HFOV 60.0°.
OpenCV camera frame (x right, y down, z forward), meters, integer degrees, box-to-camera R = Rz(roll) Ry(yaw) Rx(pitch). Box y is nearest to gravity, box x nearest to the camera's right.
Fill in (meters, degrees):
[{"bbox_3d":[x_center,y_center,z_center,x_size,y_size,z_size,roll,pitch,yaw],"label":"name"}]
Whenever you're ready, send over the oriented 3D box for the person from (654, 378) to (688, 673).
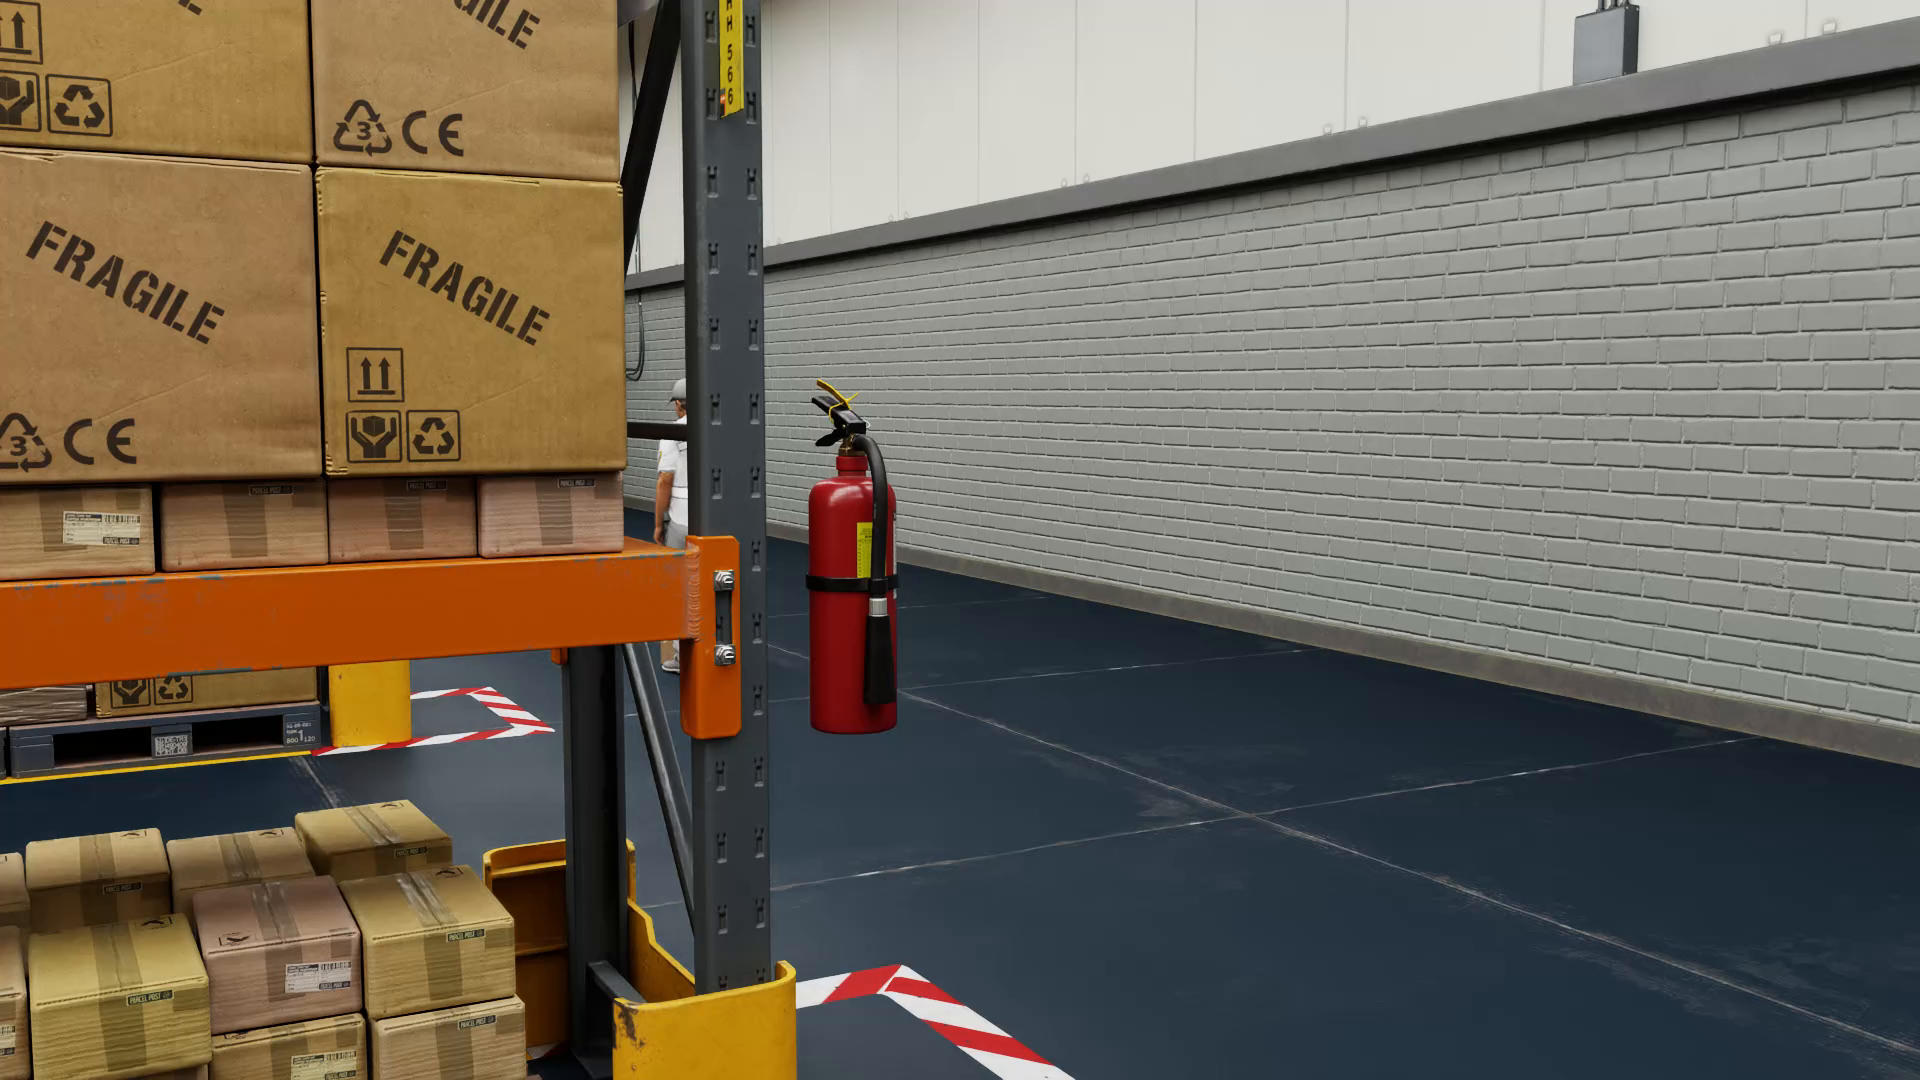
[{"bbox_3d":[-1.468,-0.085,9.411,0.564,1.667,0.465,-3,6,-32],"label":"person"}]
